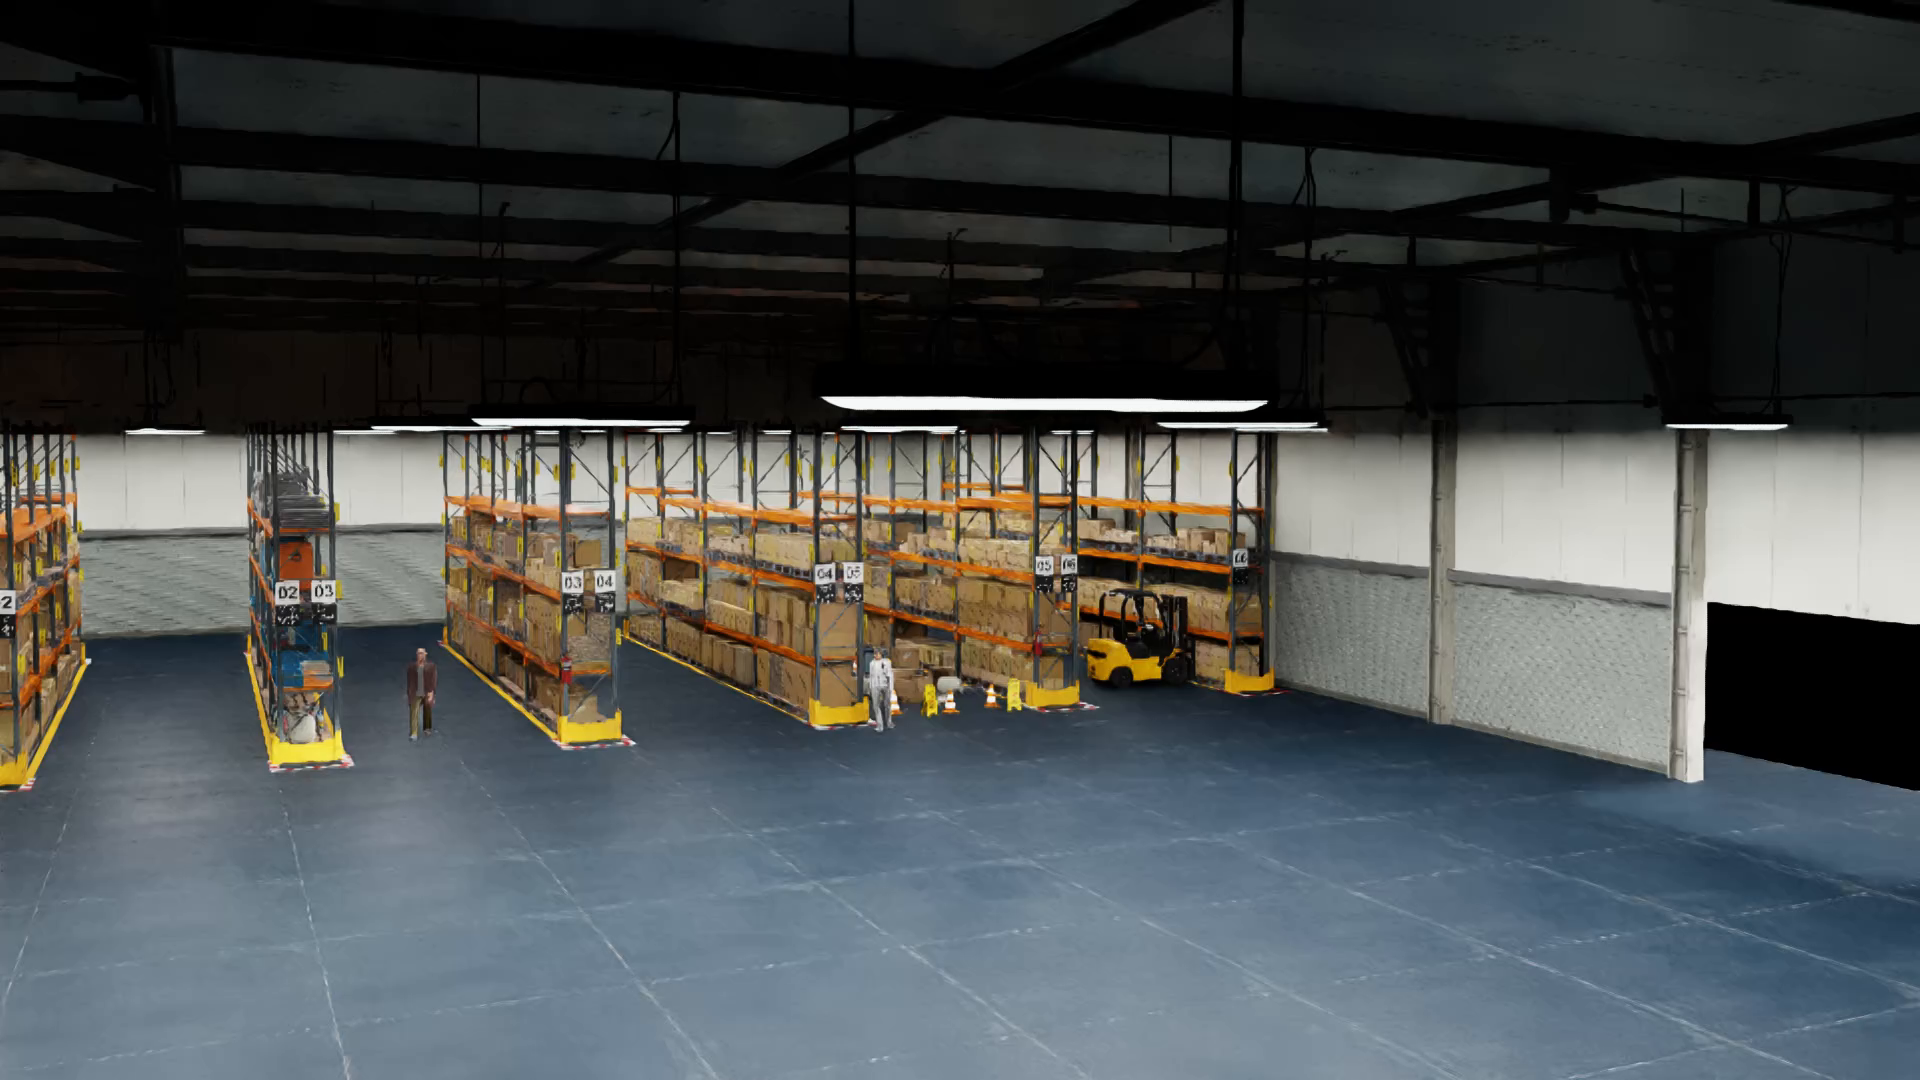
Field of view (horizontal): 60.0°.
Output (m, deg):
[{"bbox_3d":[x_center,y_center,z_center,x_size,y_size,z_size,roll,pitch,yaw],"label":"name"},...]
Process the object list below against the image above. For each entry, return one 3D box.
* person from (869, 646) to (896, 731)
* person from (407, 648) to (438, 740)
[{"bbox_3d":[-1.516,2.872,32.417,0.515,1.659,0.546,1,4,12],"label":"person"},{"bbox_3d":[-10.160,2.884,31.410,0.571,1.716,1.103,-1,4,-15],"label":"person"}]
